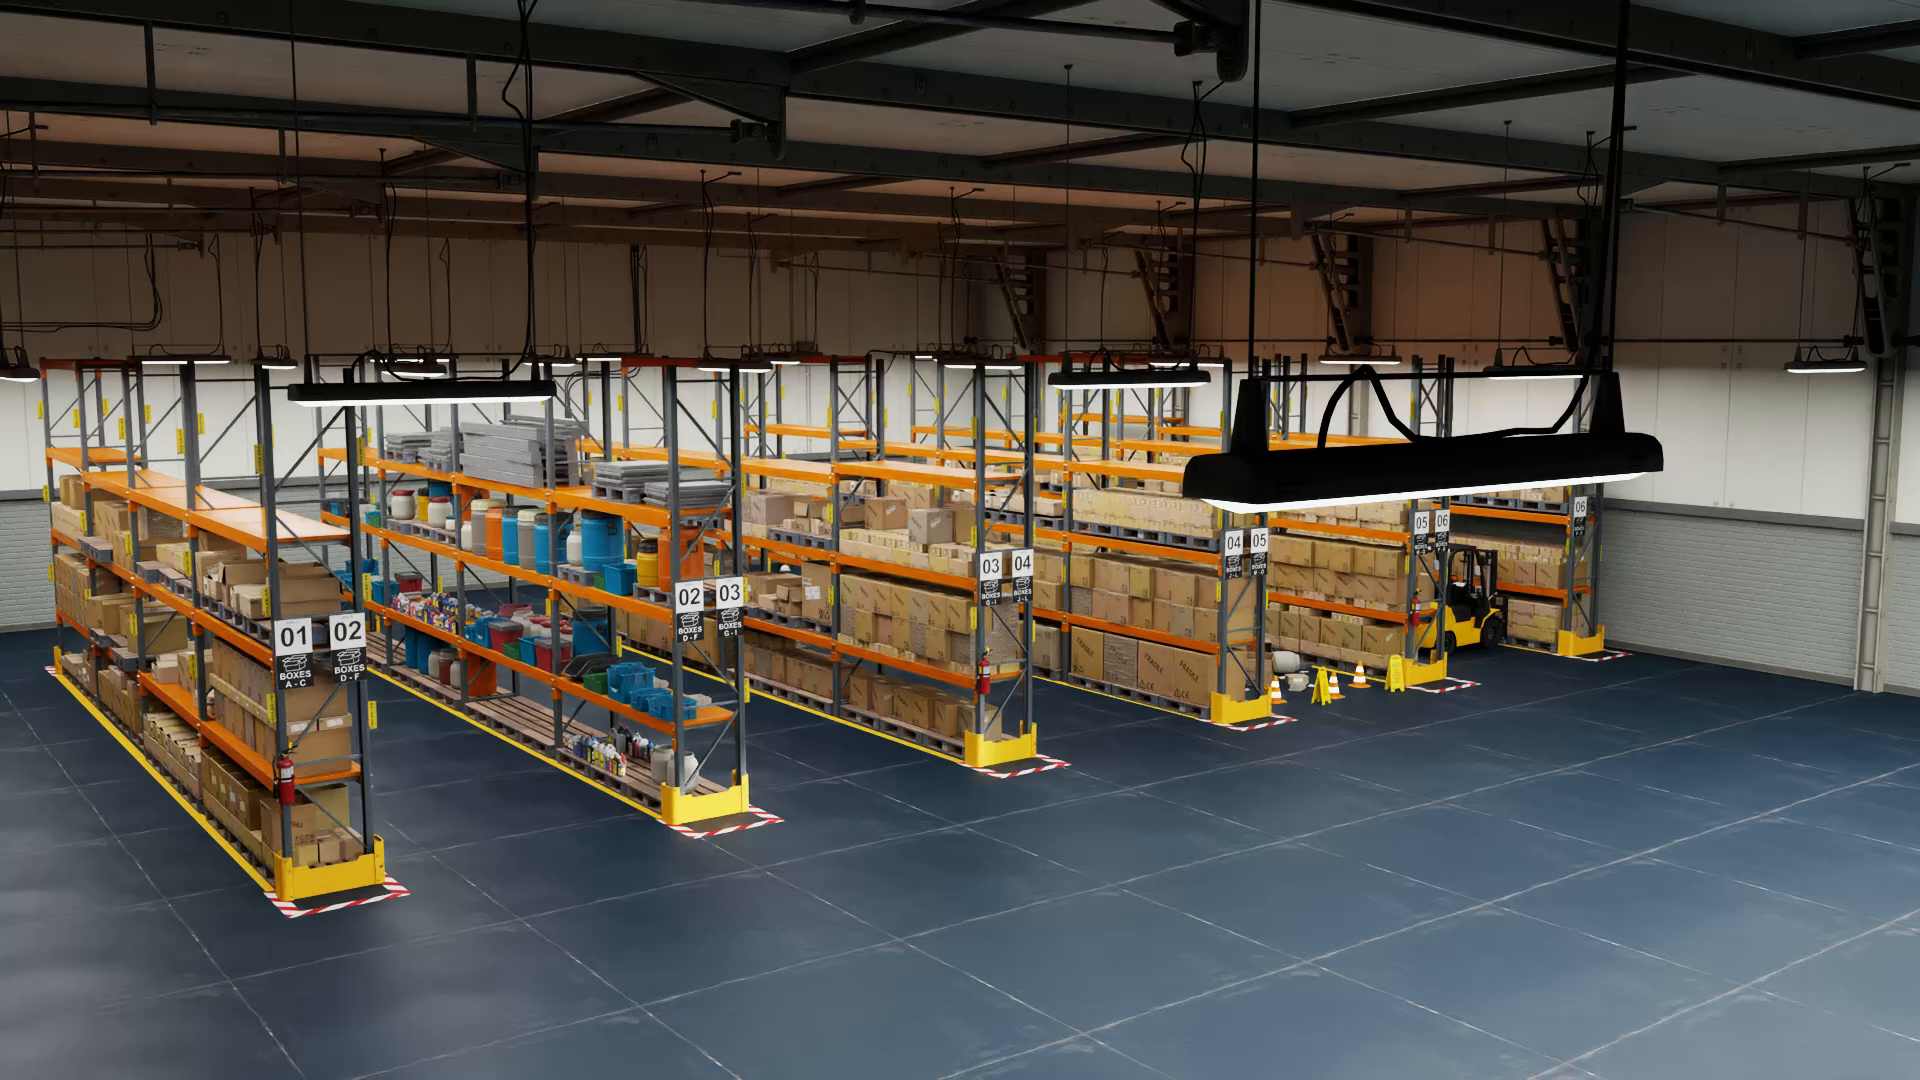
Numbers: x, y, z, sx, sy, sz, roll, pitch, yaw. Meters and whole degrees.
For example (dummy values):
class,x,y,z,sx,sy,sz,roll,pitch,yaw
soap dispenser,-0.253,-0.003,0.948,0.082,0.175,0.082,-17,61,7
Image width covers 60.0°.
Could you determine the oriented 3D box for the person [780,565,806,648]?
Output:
class,x,y,z,sx,sy,sz,roll,pitch,yaw
person,-3.589,1.370,34.226,0.635,1.714,1.093,-6,9,-40
